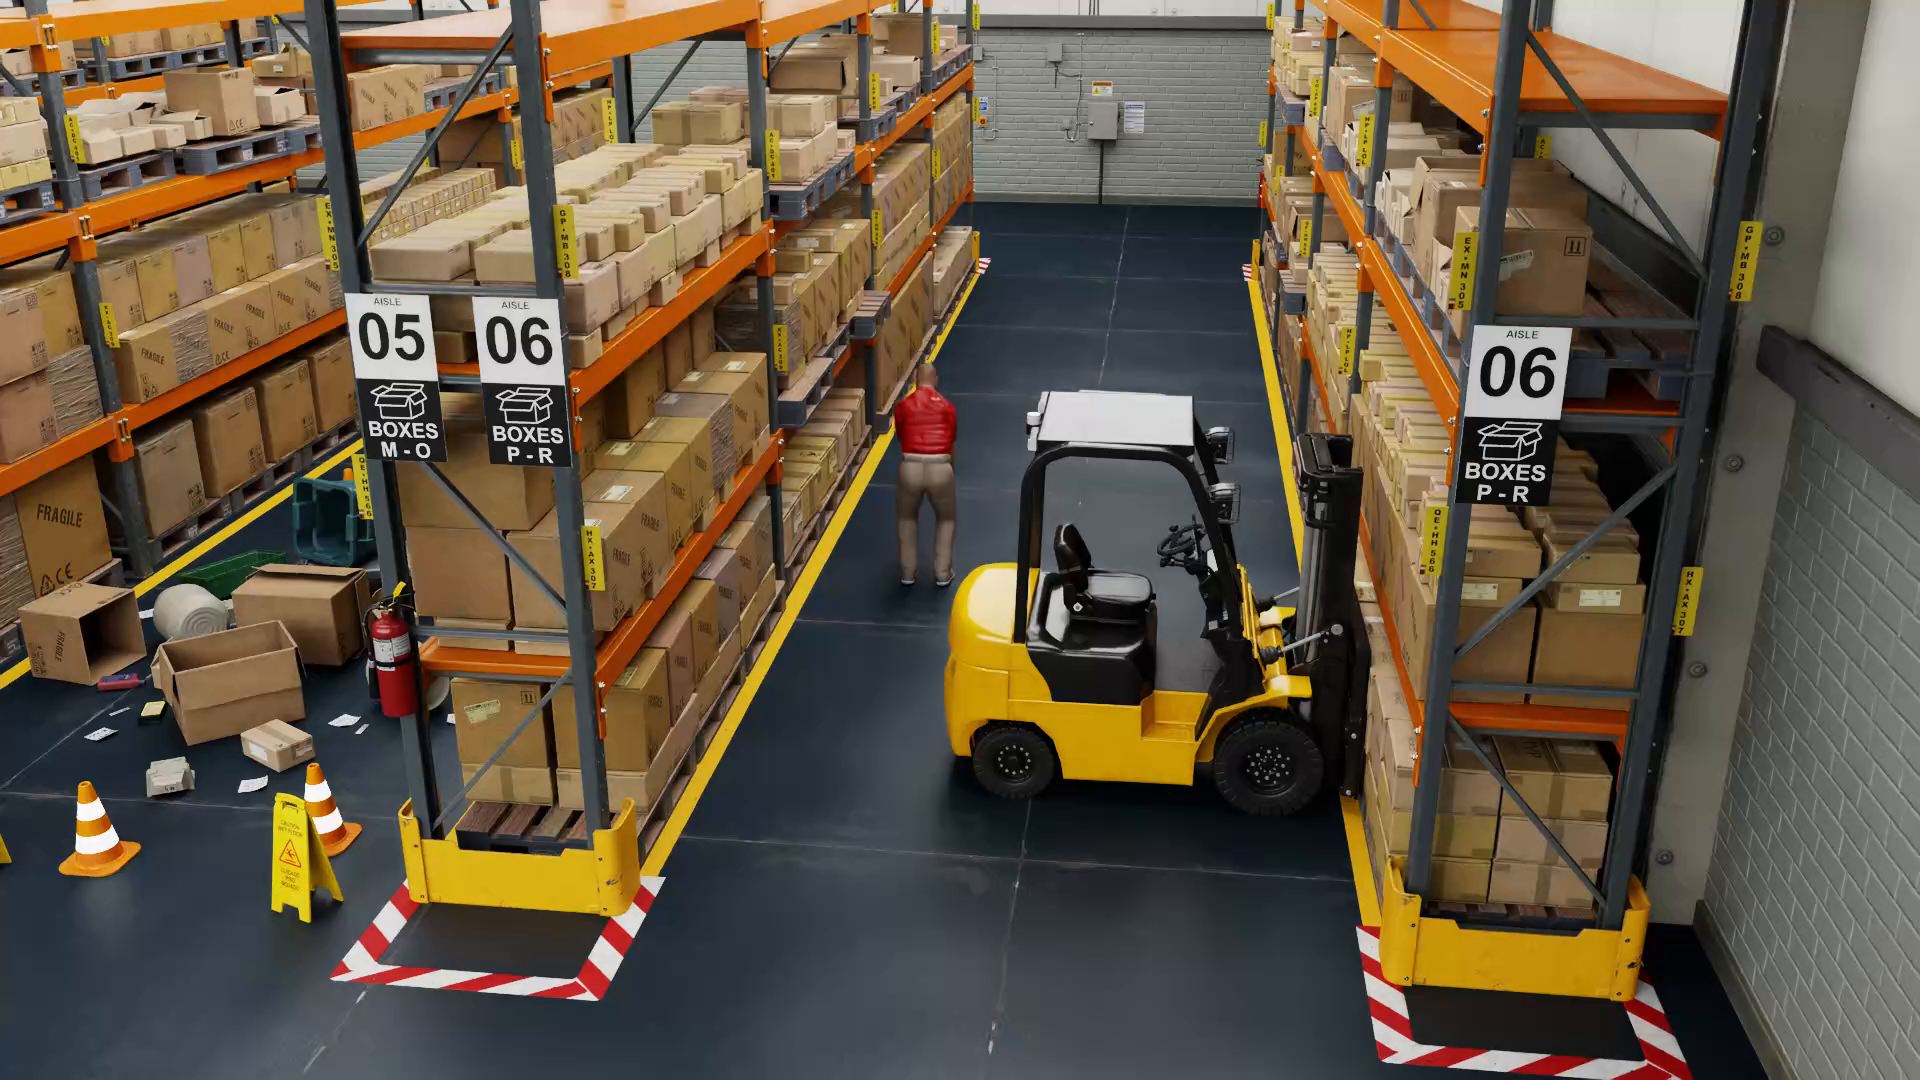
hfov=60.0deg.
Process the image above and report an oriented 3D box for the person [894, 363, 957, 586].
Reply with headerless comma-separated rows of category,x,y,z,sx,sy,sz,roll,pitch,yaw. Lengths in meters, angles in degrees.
person,-0.258,-0.487,12.519,0.483,1.631,0.623,2,21,4
